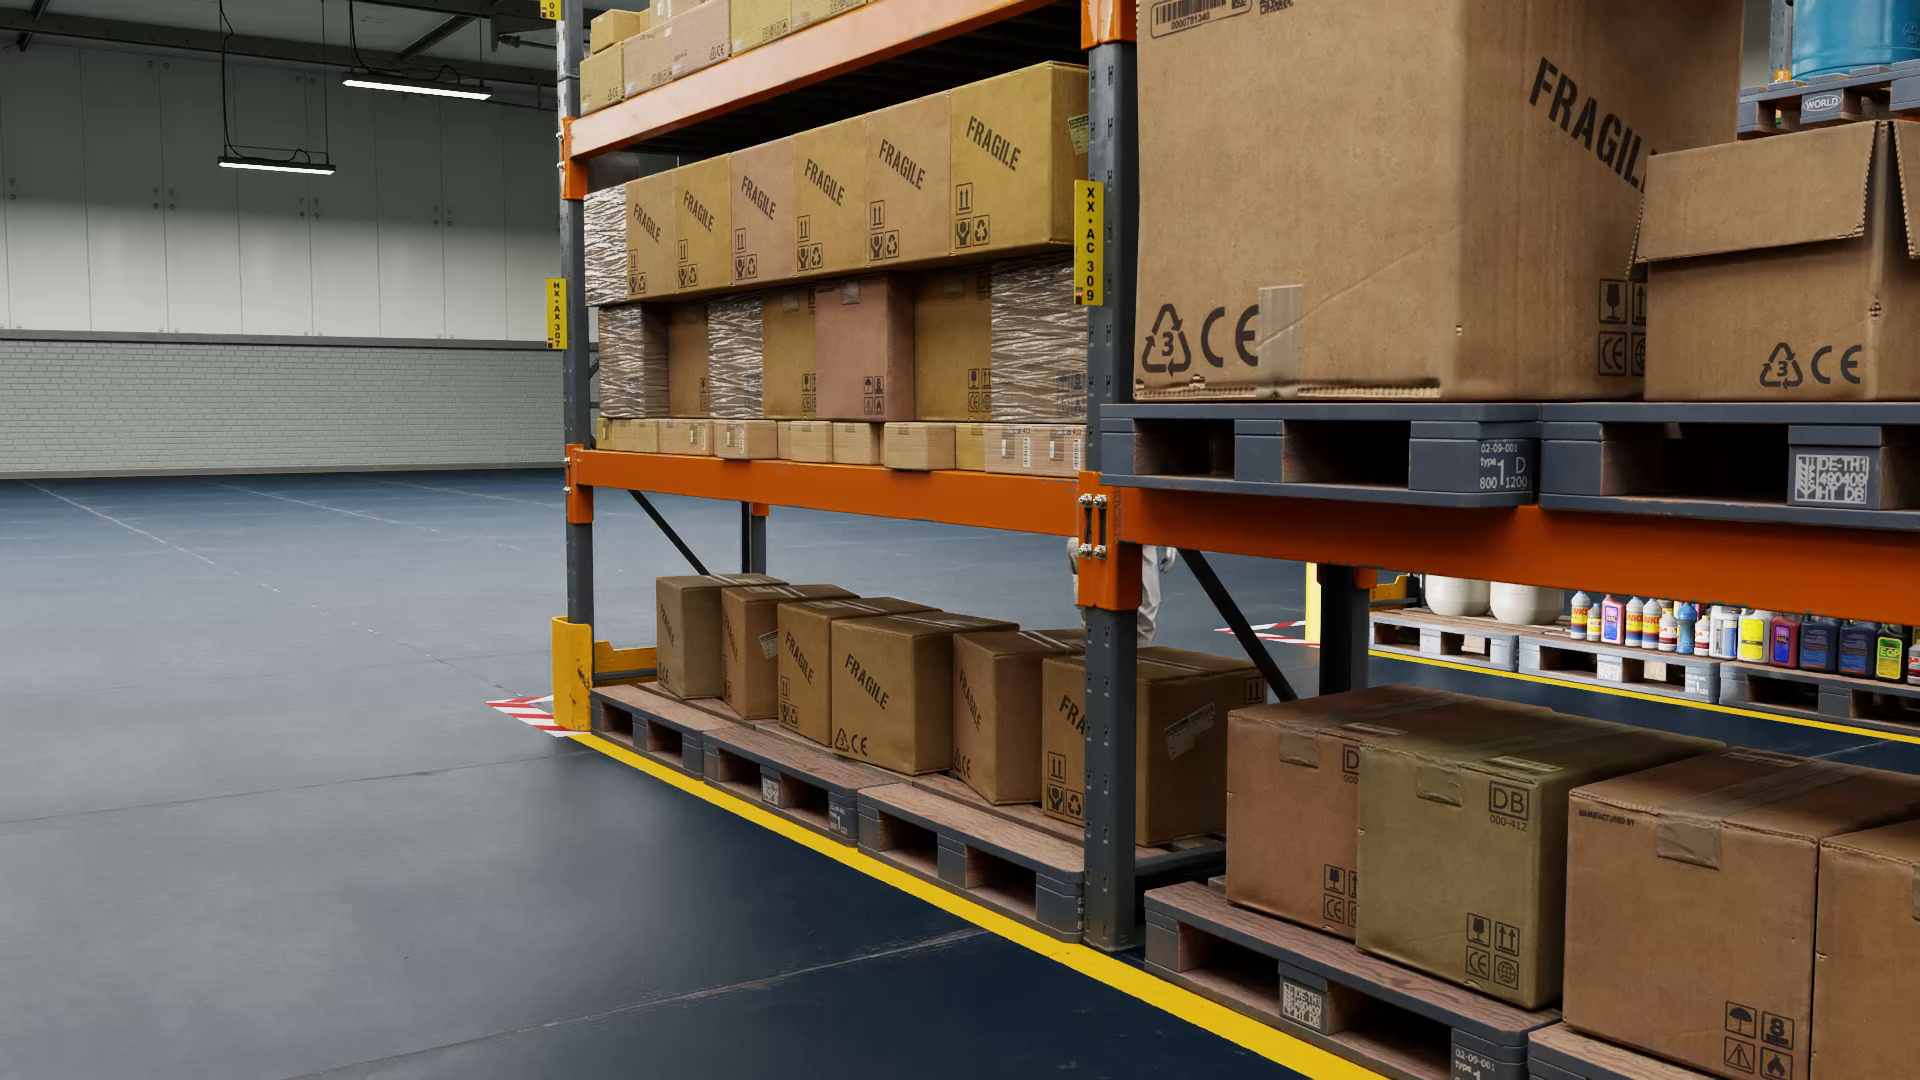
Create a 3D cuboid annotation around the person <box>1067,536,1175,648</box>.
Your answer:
[{"bbox_3d":[0.727,0.005,7.593,0.604,1.779,0.449,-3,5,-33],"label":"person"}]
